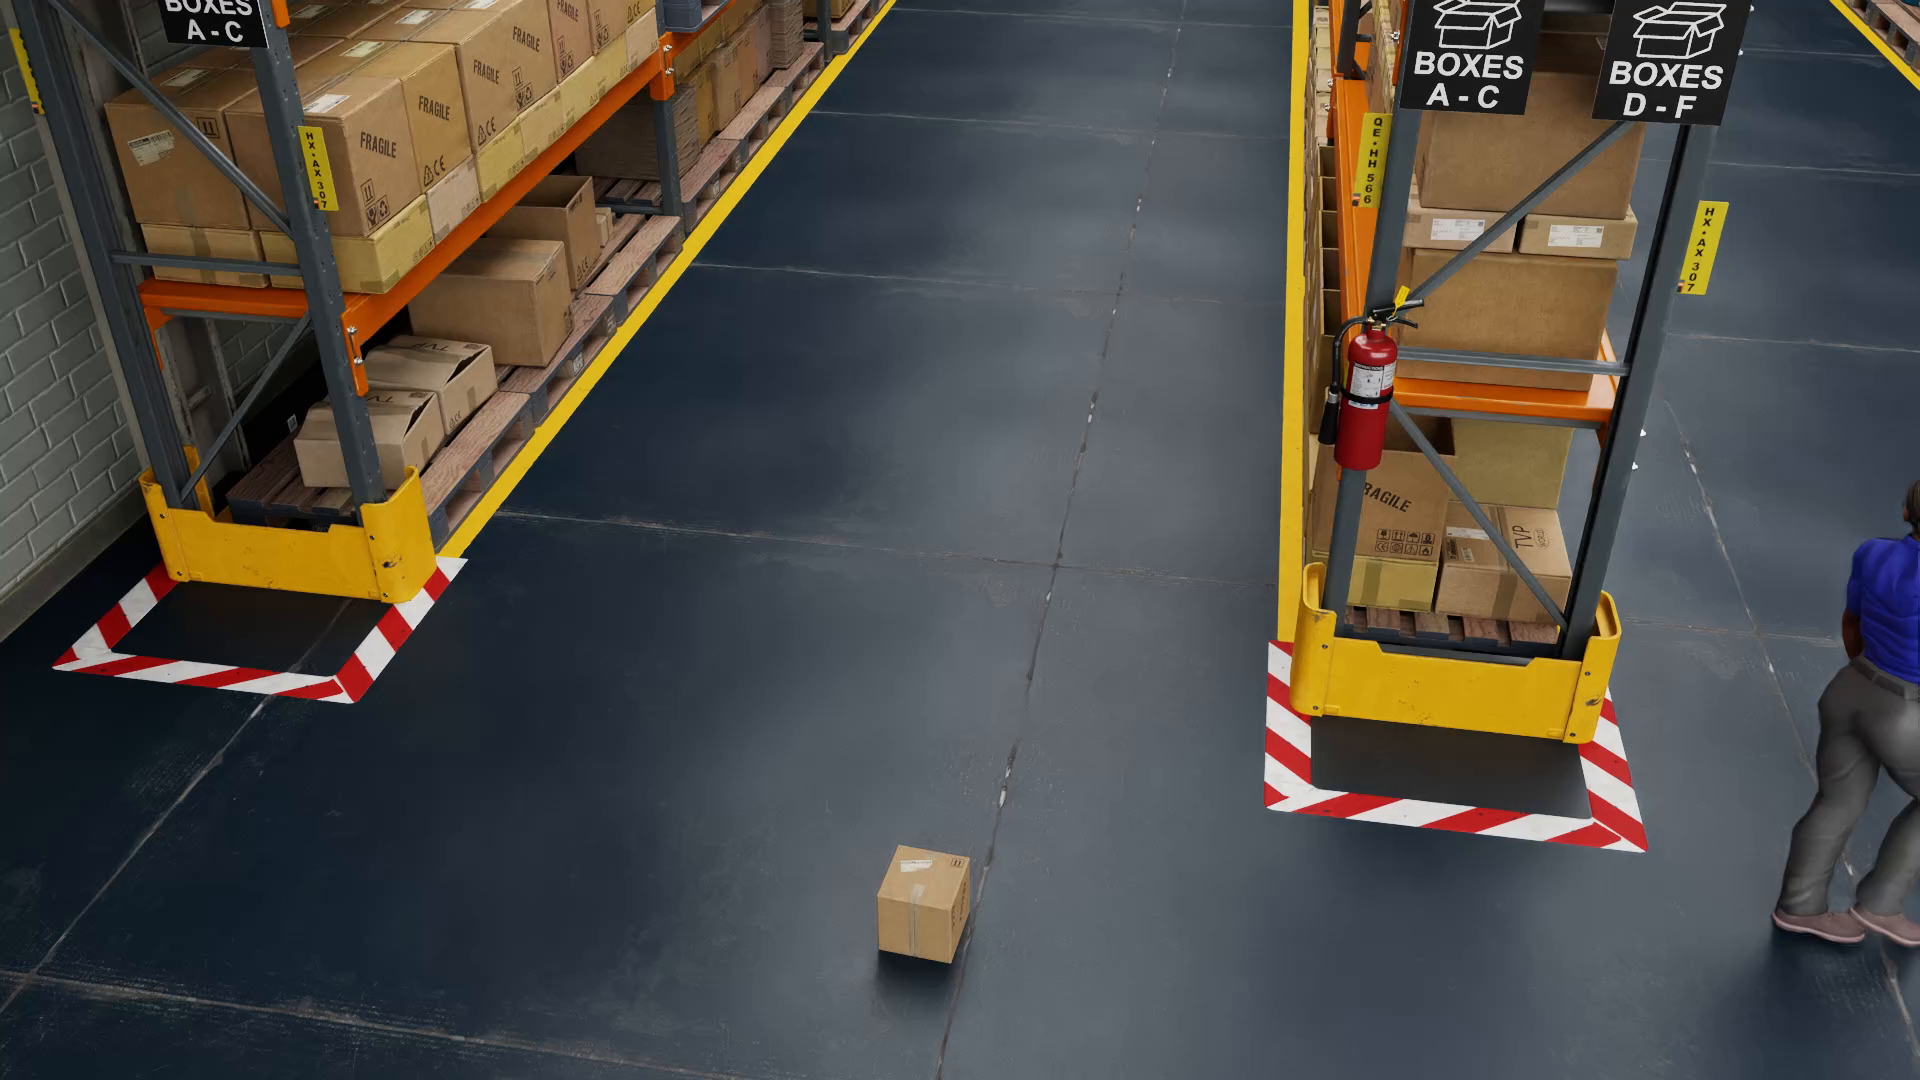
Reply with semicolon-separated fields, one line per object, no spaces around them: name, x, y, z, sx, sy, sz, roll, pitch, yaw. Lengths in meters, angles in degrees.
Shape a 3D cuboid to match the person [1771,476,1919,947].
person;2.950;0.558;5.250;0.472;1.651;0.557;-9;34;-13
